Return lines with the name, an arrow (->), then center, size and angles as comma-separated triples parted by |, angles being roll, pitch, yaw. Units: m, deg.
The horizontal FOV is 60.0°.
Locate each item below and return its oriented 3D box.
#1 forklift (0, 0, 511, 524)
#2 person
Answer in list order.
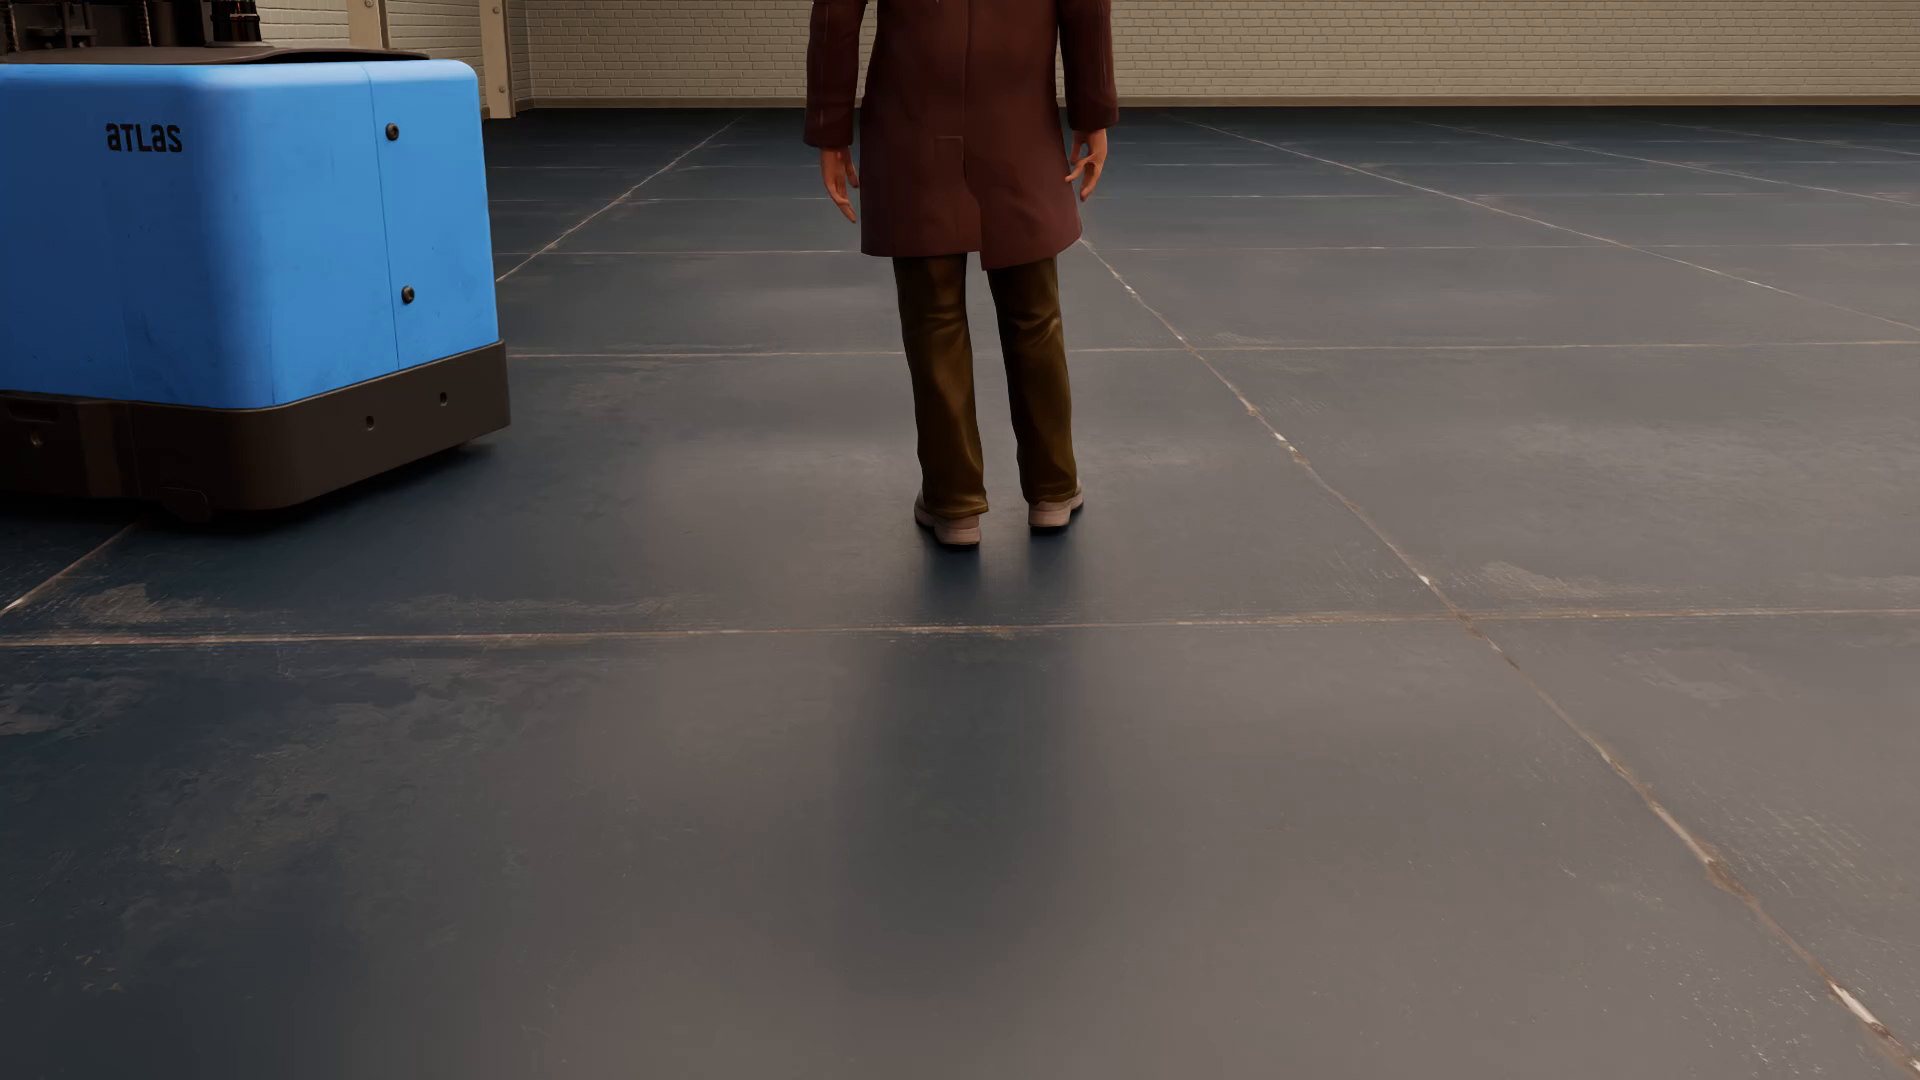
forklift -> -2.858, -1.683, 4.408 | 3.031, 2.935, 1.130 | 6, 18, 18
person -> -0.001, -0.883, 3.744 | 0.696, 1.777, 0.579 | -1, 17, -3
